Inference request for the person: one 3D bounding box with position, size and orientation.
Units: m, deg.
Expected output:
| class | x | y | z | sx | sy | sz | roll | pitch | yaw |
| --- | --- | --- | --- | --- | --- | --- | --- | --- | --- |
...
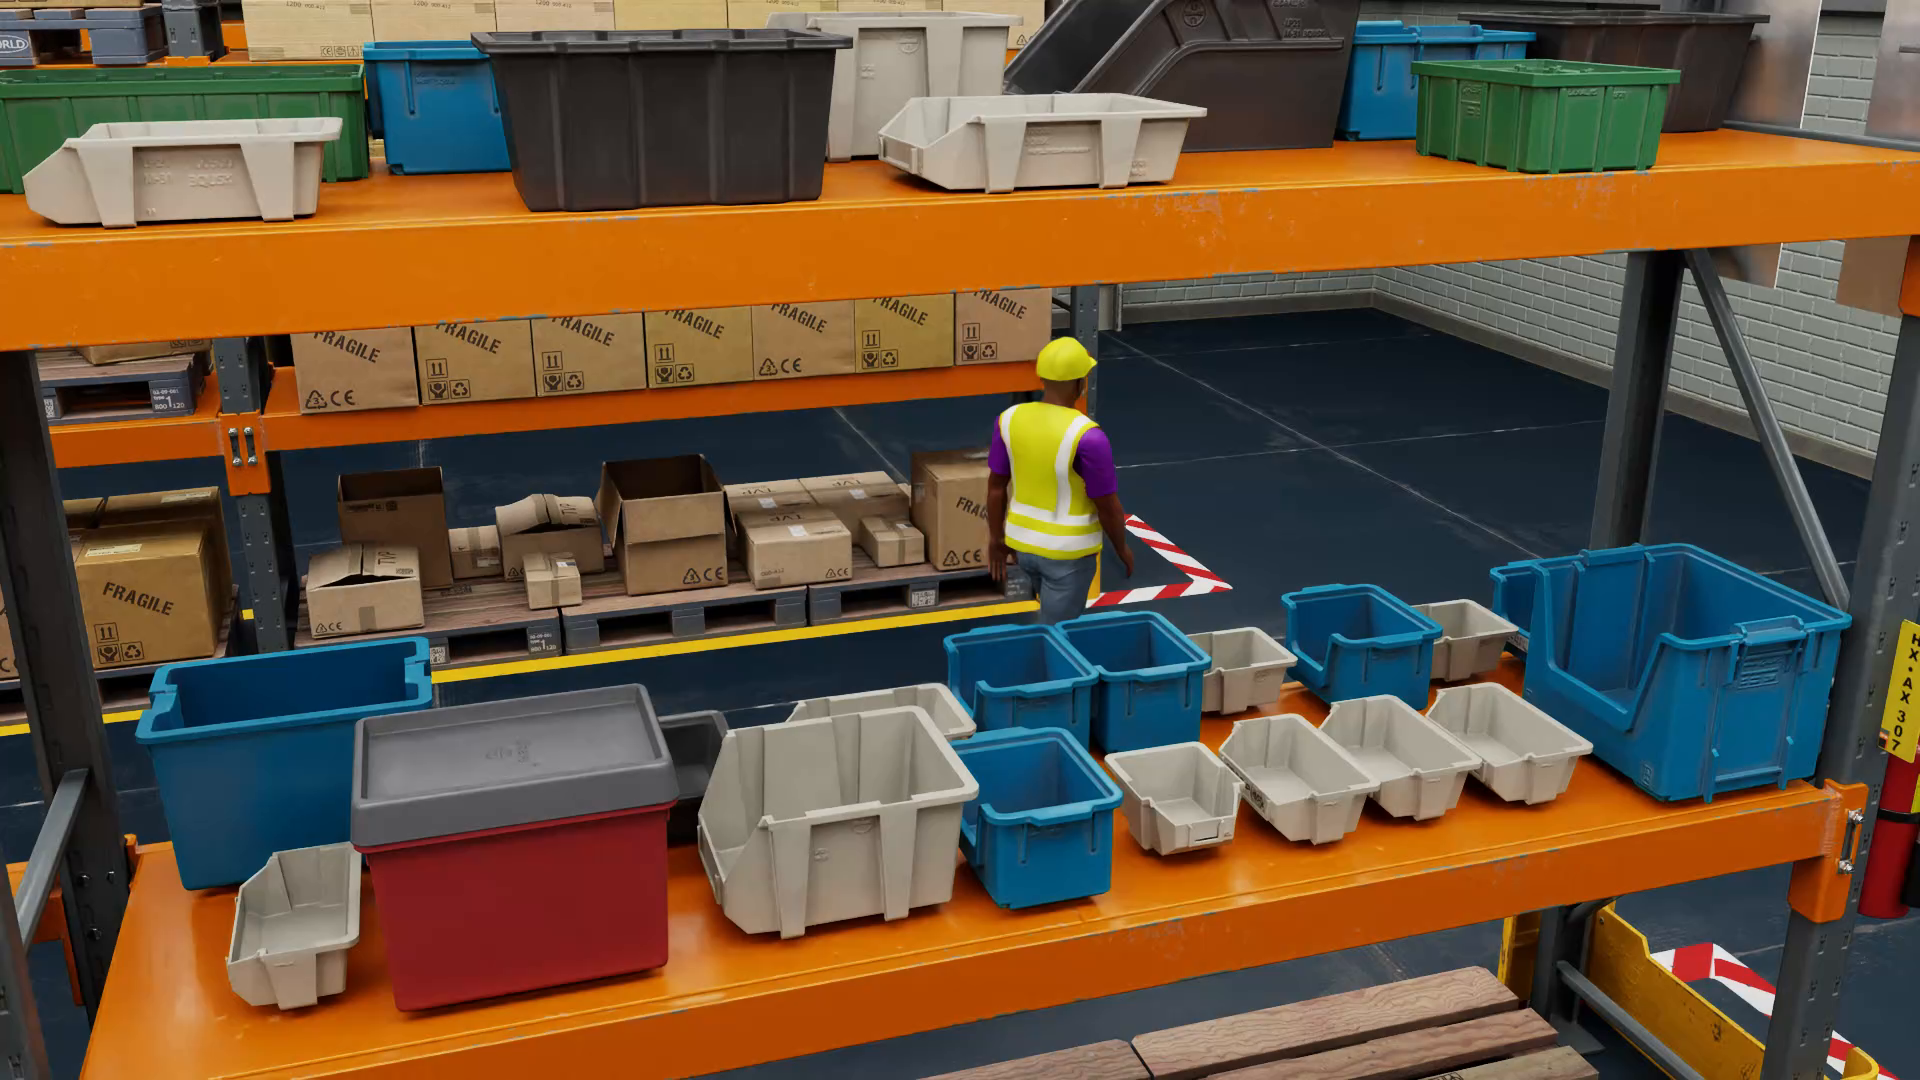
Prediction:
| class | x | y | z | sx | sy | sz | roll | pitch | yaw |
| --- | --- | --- | --- | --- | --- | --- | --- | --- | --- |
| person | 0.448 | 0.044 | 6.935 | 0.583 | 1.817 | 0.684 | 18 | 26 | 42 |
